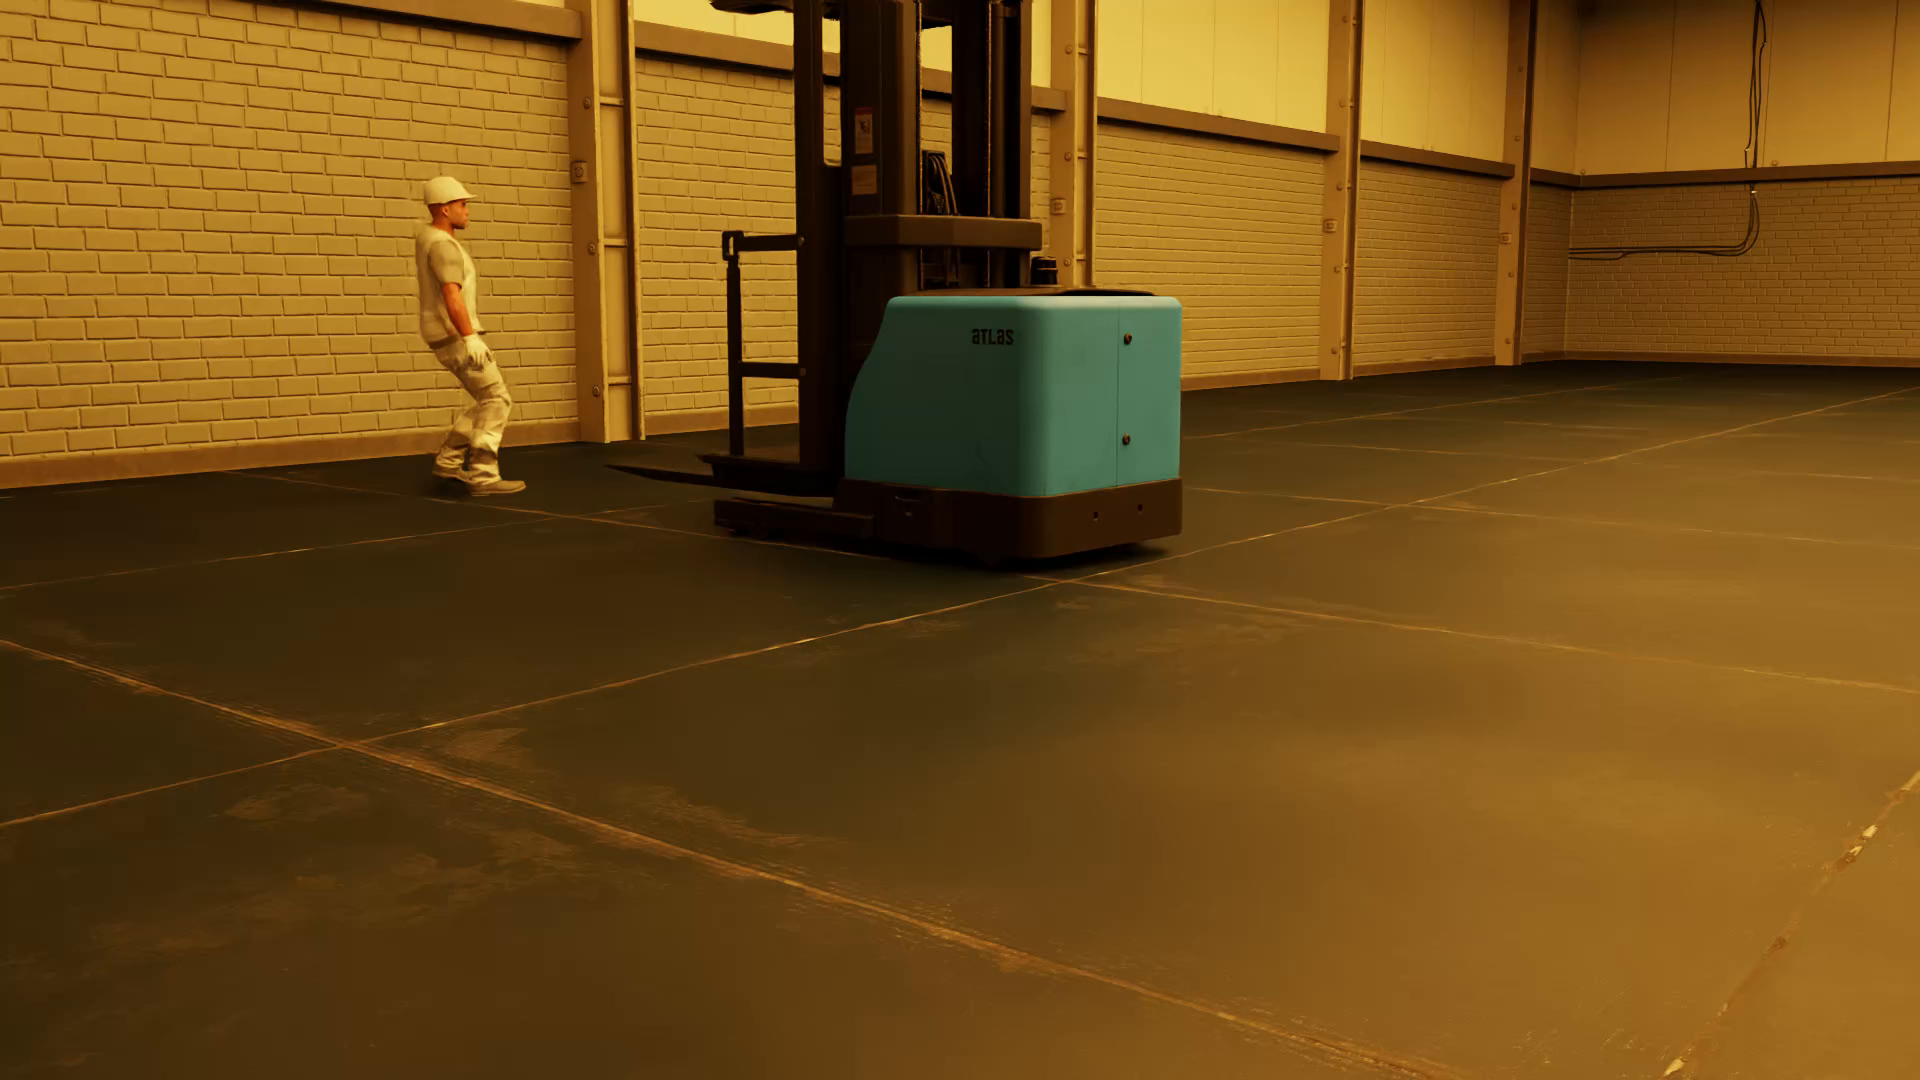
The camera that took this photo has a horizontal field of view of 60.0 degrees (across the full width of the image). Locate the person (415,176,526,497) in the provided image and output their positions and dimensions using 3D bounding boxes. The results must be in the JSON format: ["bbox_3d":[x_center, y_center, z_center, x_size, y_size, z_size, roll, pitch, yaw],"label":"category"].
[{"bbox_3d":[-2.680,-1.106,9.075,0.507,1.717,0.813,-3,9,-22],"label":"person"}]

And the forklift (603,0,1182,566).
[{"bbox_3d":[-0.483,-1.504,7.561,3.031,2.935,1.130,7,11,42],"label":"forklift"}]
